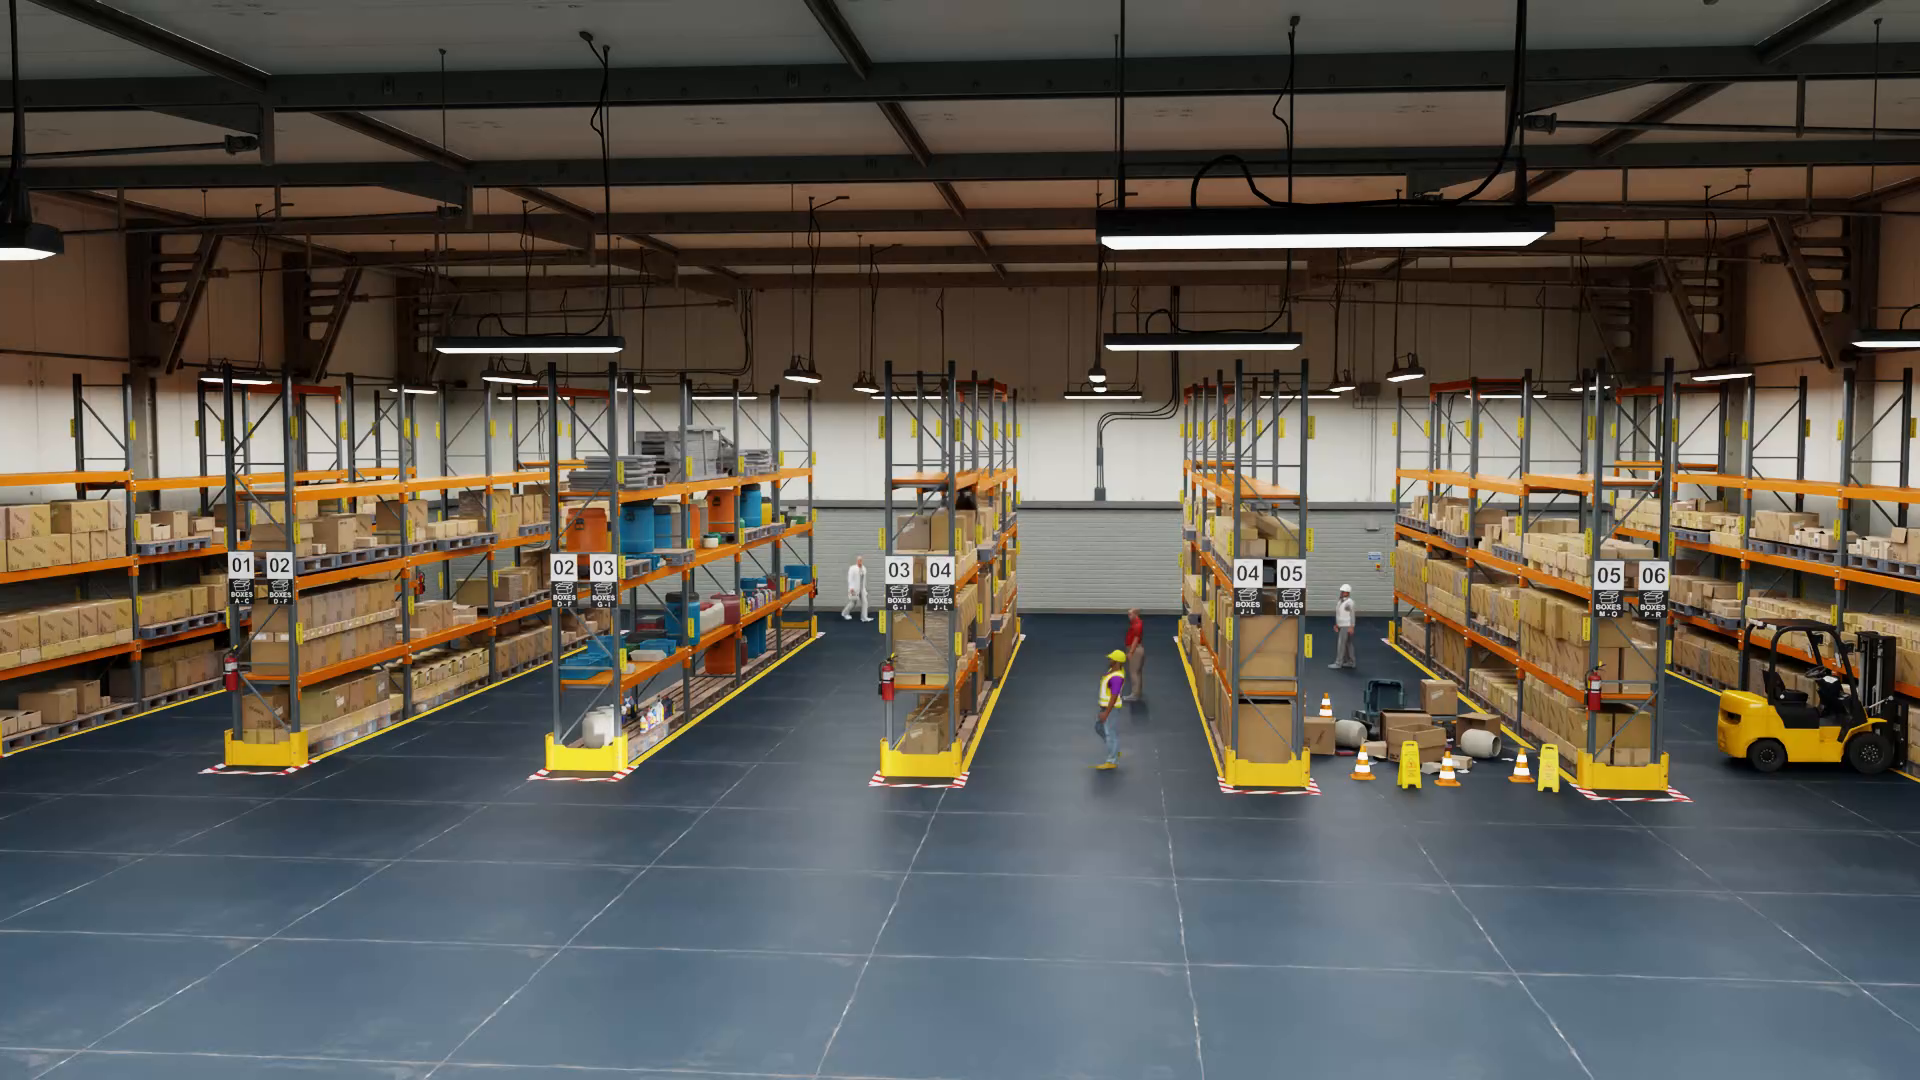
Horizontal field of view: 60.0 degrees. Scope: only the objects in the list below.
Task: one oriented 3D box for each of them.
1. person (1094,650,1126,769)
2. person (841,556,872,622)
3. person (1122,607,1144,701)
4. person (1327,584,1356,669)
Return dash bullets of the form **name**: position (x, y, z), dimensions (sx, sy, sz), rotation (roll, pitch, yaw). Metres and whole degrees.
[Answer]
- **person**: position (2.219, 2.492, 24.724), dimensions (0.472, 1.751, 0.694), rotation (-1, 4, -8)
- **person**: position (-2.698, 1.276, 43.606), dimensions (1.031, 1.729, 0.734), rotation (3, 5, 38)
- **person**: position (3.203, 2.110, 30.733), dimensions (0.407, 1.737, 0.546), rotation (0, 4, 6)
- **person**: position (8.057, 1.818, 35.102), dimensions (0.631, 1.764, 0.570), rotation (0, 4, 6)
